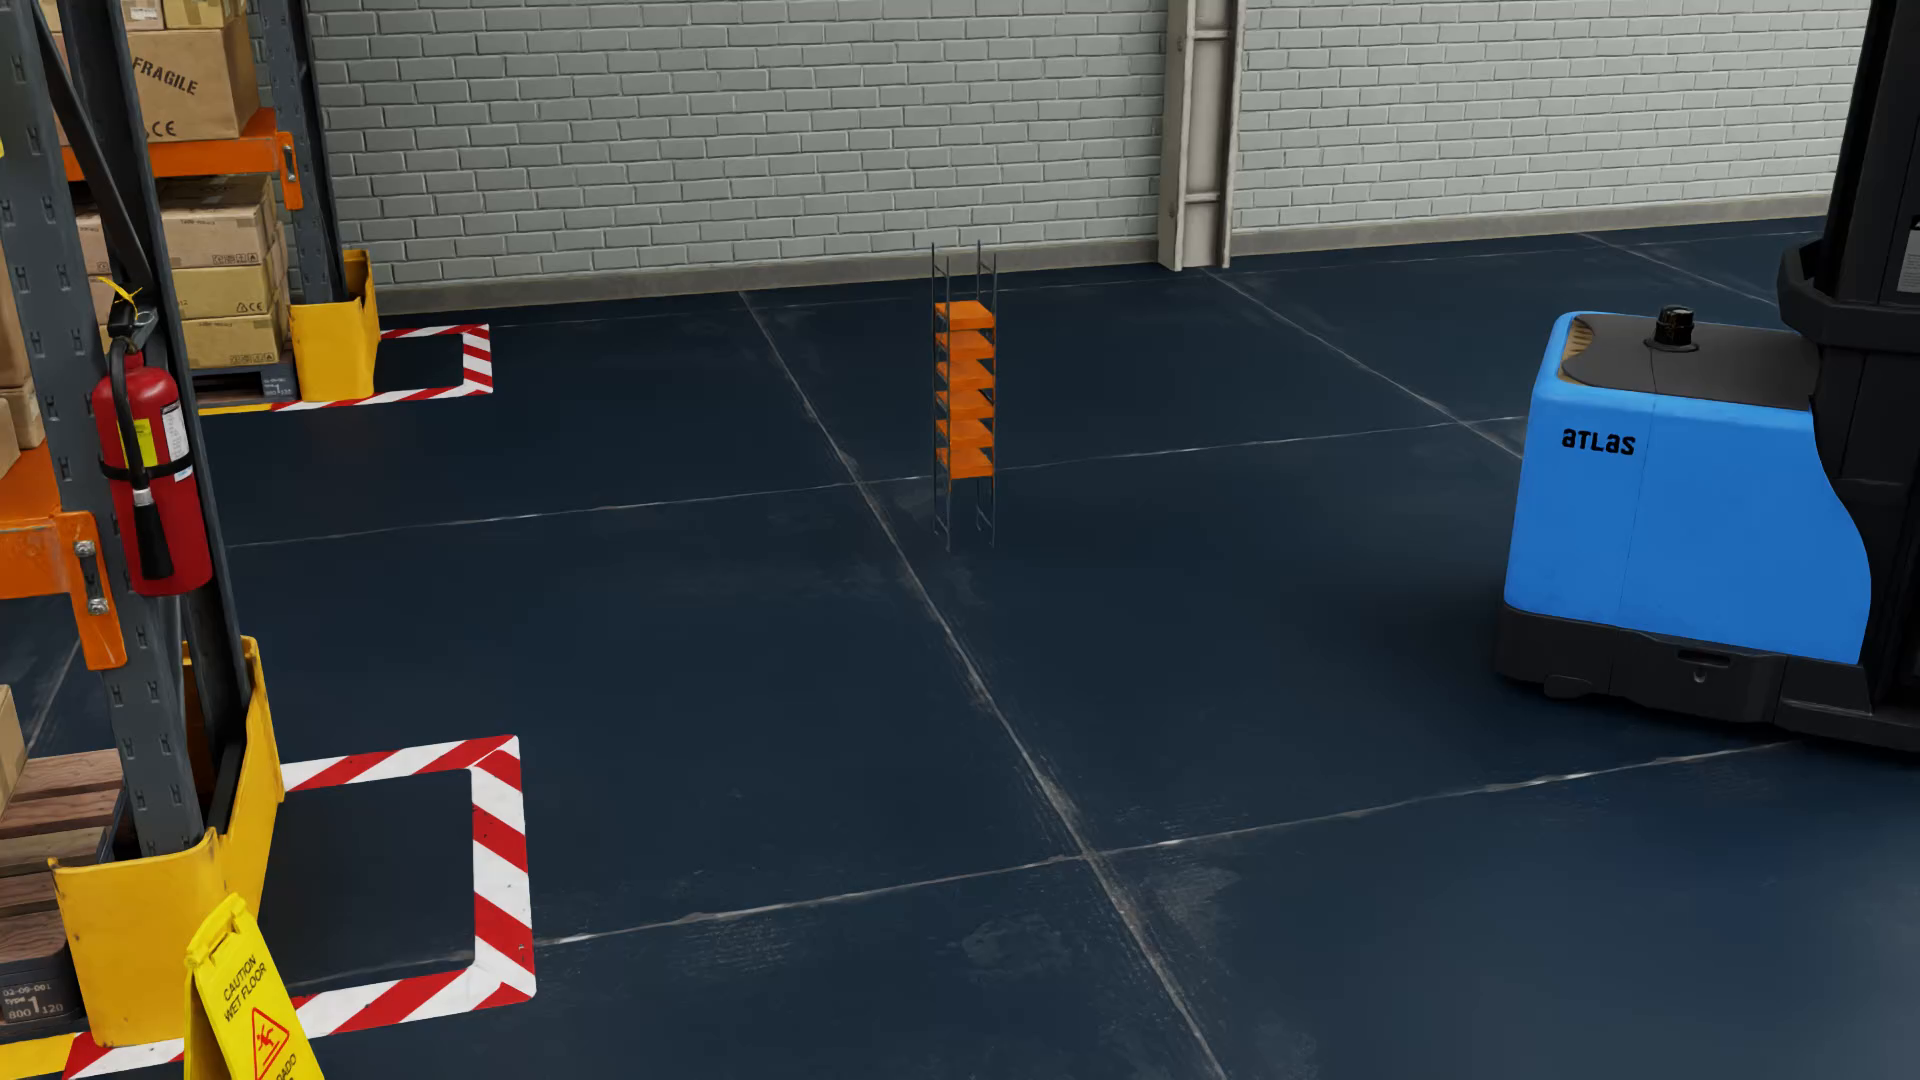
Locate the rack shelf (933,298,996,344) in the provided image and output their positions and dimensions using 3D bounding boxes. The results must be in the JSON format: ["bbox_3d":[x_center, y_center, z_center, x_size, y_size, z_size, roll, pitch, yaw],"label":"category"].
[{"bbox_3d":[0.014,-0.843,6.393,0.180,0.103,0.258,-6,24,-14],"label":"rack shelf"}]

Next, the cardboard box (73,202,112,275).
[{"bbox_3d":[-4.172,-1.464,8.045,0.500,0.250,0.500,-6,24,-13],"label":"cardboard box"}]

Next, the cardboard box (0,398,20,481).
[{"bbox_3d":[-2.281,-0.179,3.681,0.250,0.149,0.380,-5,24,-13],"label":"cardboard box"}]

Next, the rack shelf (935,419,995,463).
[{"bbox_3d":[0.014,-0.402,6.582,0.180,0.103,0.258,-6,24,-14],"label":"rack shelf"}]

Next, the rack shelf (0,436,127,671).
[{"bbox_3d":[-3.904,0.128,3.559,4.000,0.370,1.077,-6,24,-14],"label":"rack shelf"}]

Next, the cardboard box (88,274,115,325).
[{"bbox_3d":[-4.193,-1.239,8.153,0.500,0.250,0.500,-7,24,-15],"label":"cardboard box"}]

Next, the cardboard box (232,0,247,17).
[{"bbox_3d":[-3.719,-2.706,8.303,0.250,0.149,0.380,-7,24,-16],"label":"cardboard box"}]

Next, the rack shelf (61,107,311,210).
[{"bbox_3d":[-5.248,-1.756,7.950,4.000,0.370,1.077,-6,24,-14],"label":"rack shelf"}]

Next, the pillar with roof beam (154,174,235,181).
[{"bbox_3d":[-3.074,-3.690,3.938,0.400,9.000,9.100,-6,24,-14],"label":"pillar with roof beam"}]

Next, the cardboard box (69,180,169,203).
[{"bbox_3d":[-4.317,-1.654,8.488,0.500,0.250,0.500,-6,24,-14],"label":"cardboard box"}]

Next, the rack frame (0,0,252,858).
[{"bbox_3d":[-1.978,-0.415,3.914,0.127,3.000,1.000,-6,24,-14],"label":"rack frame"}]

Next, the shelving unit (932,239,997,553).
[{"bbox_3d":[0.014,-0.553,6.517,0.189,1.200,0.258,-6,24,-14],"label":"shelving unit"}]

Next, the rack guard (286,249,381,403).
[{"bbox_3d":[-3.300,-1.153,8.804,0.348,0.500,1.175,-6,24,-14],"label":"rack guard"}]

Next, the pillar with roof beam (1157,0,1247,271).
[{"bbox_3d":[2.703,-4.329,5.427,0.400,9.000,9.100,-6,24,-14],"label":"pillar with roof beam"}]

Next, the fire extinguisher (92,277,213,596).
[{"bbox_3d":[-1.744,-0.217,3.550,0.183,0.674,0.296,-6,24,-14],"label":"fire extinguisher"}]

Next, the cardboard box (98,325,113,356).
[{"bbox_3d":[-4.171,-1.009,8.253,0.500,0.250,0.500,-6,24,-14],"label":"cardboard box"}]

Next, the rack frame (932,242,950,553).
[{"bbox_3d":[-0.074,-0.543,6.494,0.006,1.200,0.240,-6,24,-14],"label":"rack frame"}]

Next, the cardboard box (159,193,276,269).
[{"bbox_3d":[-3.682,-1.521,8.177,0.500,0.250,0.500,-5,24,-13],"label":"cardboard box"}]

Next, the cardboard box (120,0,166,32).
[{"bbox_3d":[-3.819,-2.462,7.734,0.250,0.149,0.380,-6,24,-14],"label":"cardboard box"}]

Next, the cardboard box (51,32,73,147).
[{"bbox_3d":[-4.228,-2.142,7.810,0.500,0.500,0.500,-6,24,-13],"label":"cardboard box"}]

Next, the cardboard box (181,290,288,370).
[{"bbox_3d":[-3.690,-1.059,8.368,0.500,0.250,0.500,-6,24,-14],"label":"cardboard box"}]

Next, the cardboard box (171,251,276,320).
[{"bbox_3d":[-3.707,-1.288,8.268,0.500,0.250,0.500,-7,24,-15],"label":"cardboard box"}]

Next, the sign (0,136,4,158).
[{"bbox_3d":[-1.848,-0.880,3.127,0.005,0.325,0.100,-6,24,-14],"label":"sign"}]

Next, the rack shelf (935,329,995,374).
[{"bbox_3d":[0.014,-0.733,6.440,0.180,0.103,0.258,-6,24,-14],"label":"rack shelf"}]

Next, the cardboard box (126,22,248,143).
[{"bbox_3d":[-3.726,-2.193,7.931,0.500,0.500,0.500,-7,24,-16],"label":"cardboard box"}]

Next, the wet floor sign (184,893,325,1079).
[{"bbox_3d":[-1.506,1.053,3.479,0.232,0.644,0.267,2,23,4],"label":"wet floor sign"}]

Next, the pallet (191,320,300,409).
[{"bbox_3d":[-4.048,-0.921,8.628,1.213,0.211,1.003,-6,24,-14],"label":"pallet"}]

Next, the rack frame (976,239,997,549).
[{"bbox_3d":[0.102,-0.563,6.540,0.006,1.200,0.240,-6,24,-14],"label":"rack frame"}]

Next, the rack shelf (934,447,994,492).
[{"bbox_3d":[0.014,-0.292,6.629,0.180,0.103,0.258,-6,24,-14],"label":"rack shelf"}]

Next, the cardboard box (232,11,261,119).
[{"bbox_3d":[-3.875,-2.398,8.408,0.500,0.500,0.500,-6,24,-13],"label":"cardboard box"}]

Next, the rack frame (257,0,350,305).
[{"bbox_3d":[-3.323,-2.299,8.305,0.127,3.000,1.000,-6,24,-14],"label":"rack frame"}]

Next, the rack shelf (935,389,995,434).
[{"bbox_3d":[0.014,-0.512,6.535,0.180,0.103,0.258,-6,24,-14],"label":"rack shelf"}]

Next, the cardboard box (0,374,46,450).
[{"bbox_3d":[-2.361,-0.342,4.062,0.250,0.149,0.380,-6,24,-14],"label":"cardboard box"}]

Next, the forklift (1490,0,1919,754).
[{"bbox_3d":[3.351,-0.796,4.887,3.031,2.935,1.130,9,25,21],"label":"forklift"}]

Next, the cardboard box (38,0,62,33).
[{"bbox_3d":[-4.085,-2.457,7.723,0.250,0.149,0.380,-6,24,-13],"label":"cardboard box"}]

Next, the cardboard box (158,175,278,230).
[{"bbox_3d":[-3.837,-1.709,8.615,0.500,0.250,0.500,-7,24,-15],"label":"cardboard box"}]

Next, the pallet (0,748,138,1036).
[{"bbox_3d":[-2.843,0.947,4.275,1.213,0.211,1.003,-6,24,-14],"label":"pallet"}]

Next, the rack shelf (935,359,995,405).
[{"bbox_3d":[0.014,-0.622,6.487,0.180,0.103,0.258,-6,24,-14],"label":"rack shelf"}]

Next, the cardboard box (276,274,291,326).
[{"bbox_3d":[-3.849,-1.251,8.815,0.500,0.250,0.500,-6,24,-14],"label":"cardboard box"}]

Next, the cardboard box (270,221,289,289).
[{"bbox_3d":[-3.832,-1.487,8.733,0.500,0.250,0.500,-6,24,-13],"label":"cardboard box"}]

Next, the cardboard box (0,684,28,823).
[{"bbox_3d":[-2.830,0.636,4.418,0.500,0.250,0.500,-7,24,-15],"label":"cardboard box"}]

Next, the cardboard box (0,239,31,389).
[{"bbox_3d":[-2.509,-0.653,3.963,0.500,0.500,0.500,-7,24,-15],"label":"cardboard box"}]

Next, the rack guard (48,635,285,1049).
[{"bbox_3d":[-2.052,0.741,4.388,0.348,0.500,1.175,-6,24,-14],"label":"rack guard"}]

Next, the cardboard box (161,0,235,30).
[{"bbox_3d":[-3.581,-2.500,7.823,0.250,0.149,0.380,-6,24,-14],"label":"cardboard box"}]
